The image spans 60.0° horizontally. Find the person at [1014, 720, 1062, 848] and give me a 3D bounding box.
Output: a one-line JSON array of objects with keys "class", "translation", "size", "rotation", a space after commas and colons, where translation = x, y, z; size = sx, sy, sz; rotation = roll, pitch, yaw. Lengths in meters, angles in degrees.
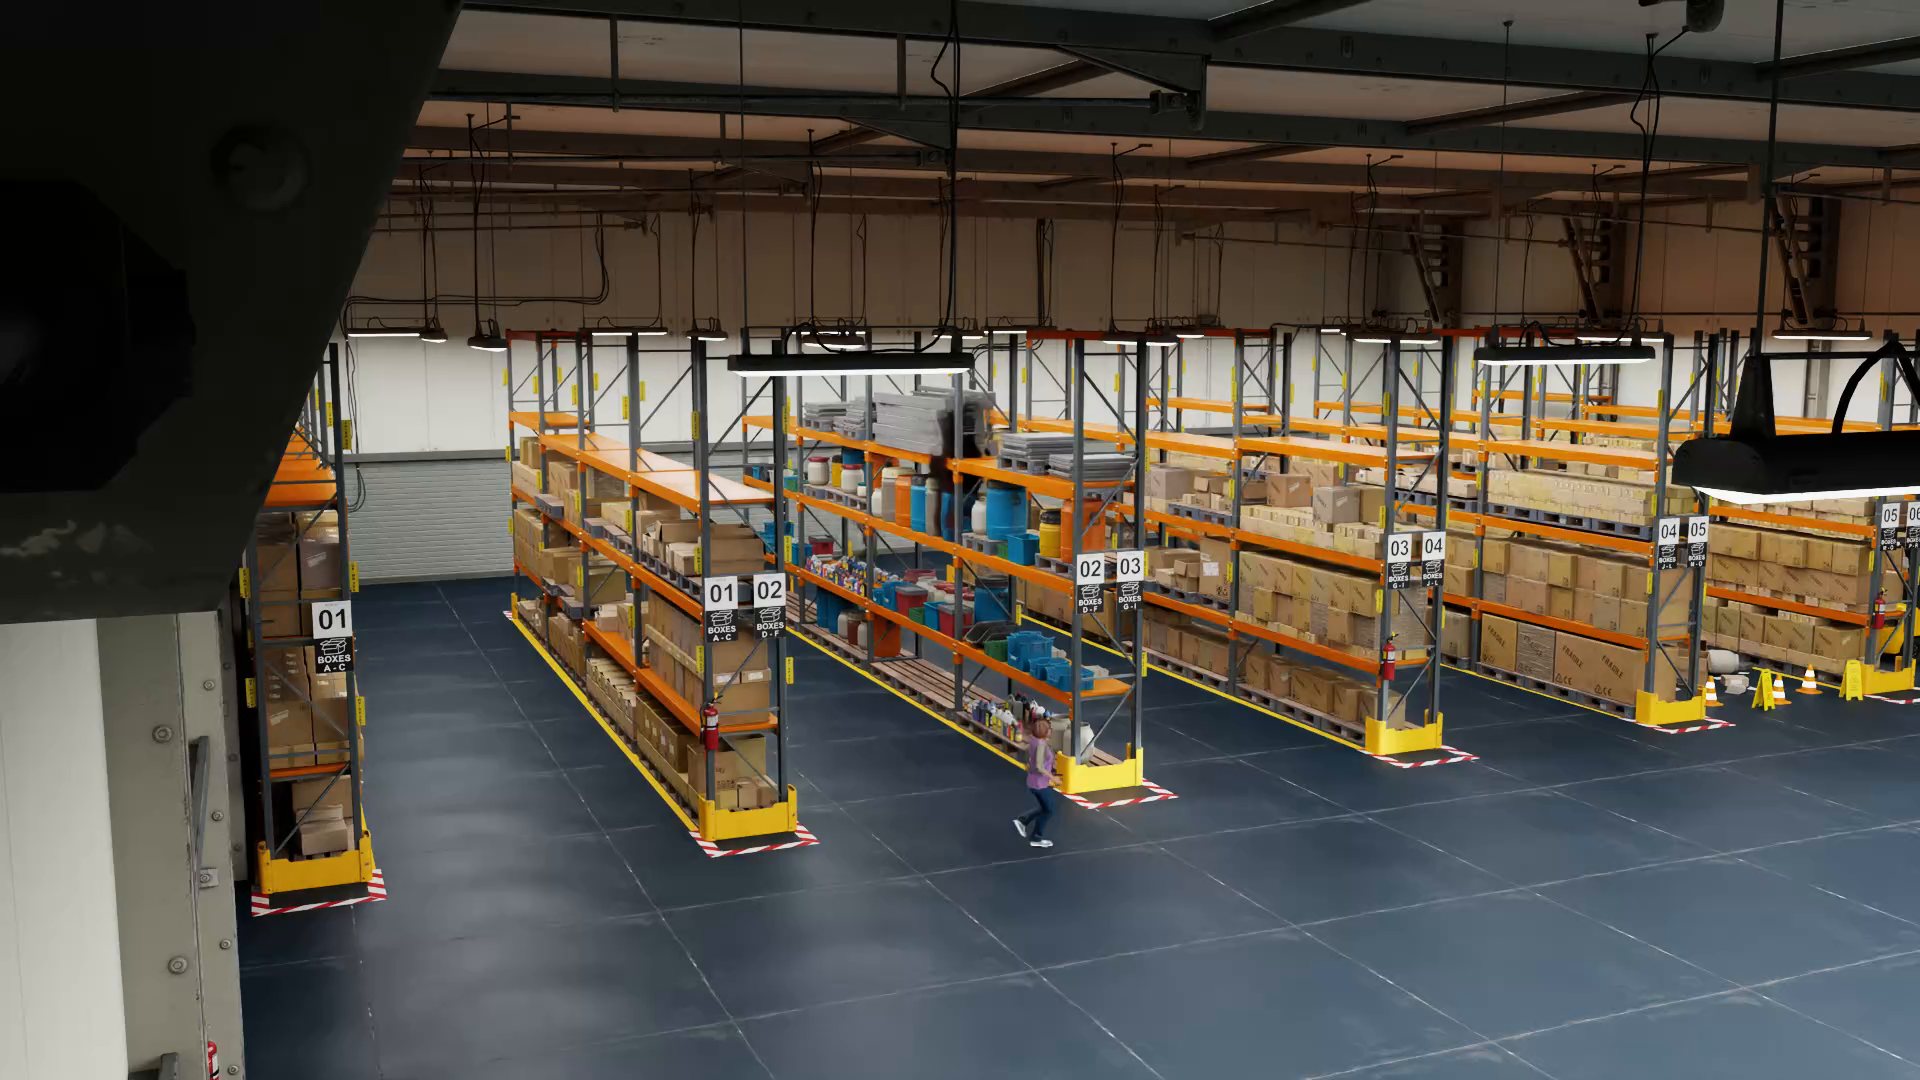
[{"class": "person", "translation": [0.922, 2.900, 19.689], "size": [0.546, 1.562, 0.559], "rotation": [0, 8, -3]}]

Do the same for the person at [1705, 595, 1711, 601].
[{"class": "person", "translation": [15.277, 0.953, 33.715], "size": [0.608, 1.640, 0.718], "rotation": [-5, 9, -31]}]

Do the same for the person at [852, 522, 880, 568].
[{"class": "person", "translation": [-2.285, 0.013, 40.791], "size": [0.902, 1.598, 0.720], "rotation": [3, 8, 21]}]

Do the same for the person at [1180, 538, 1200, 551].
[{"class": "person", "translation": [5.963, -0.330, 42.914], "size": [0.839, 1.752, 0.573], "rotation": [-8, 11, -44]}]
